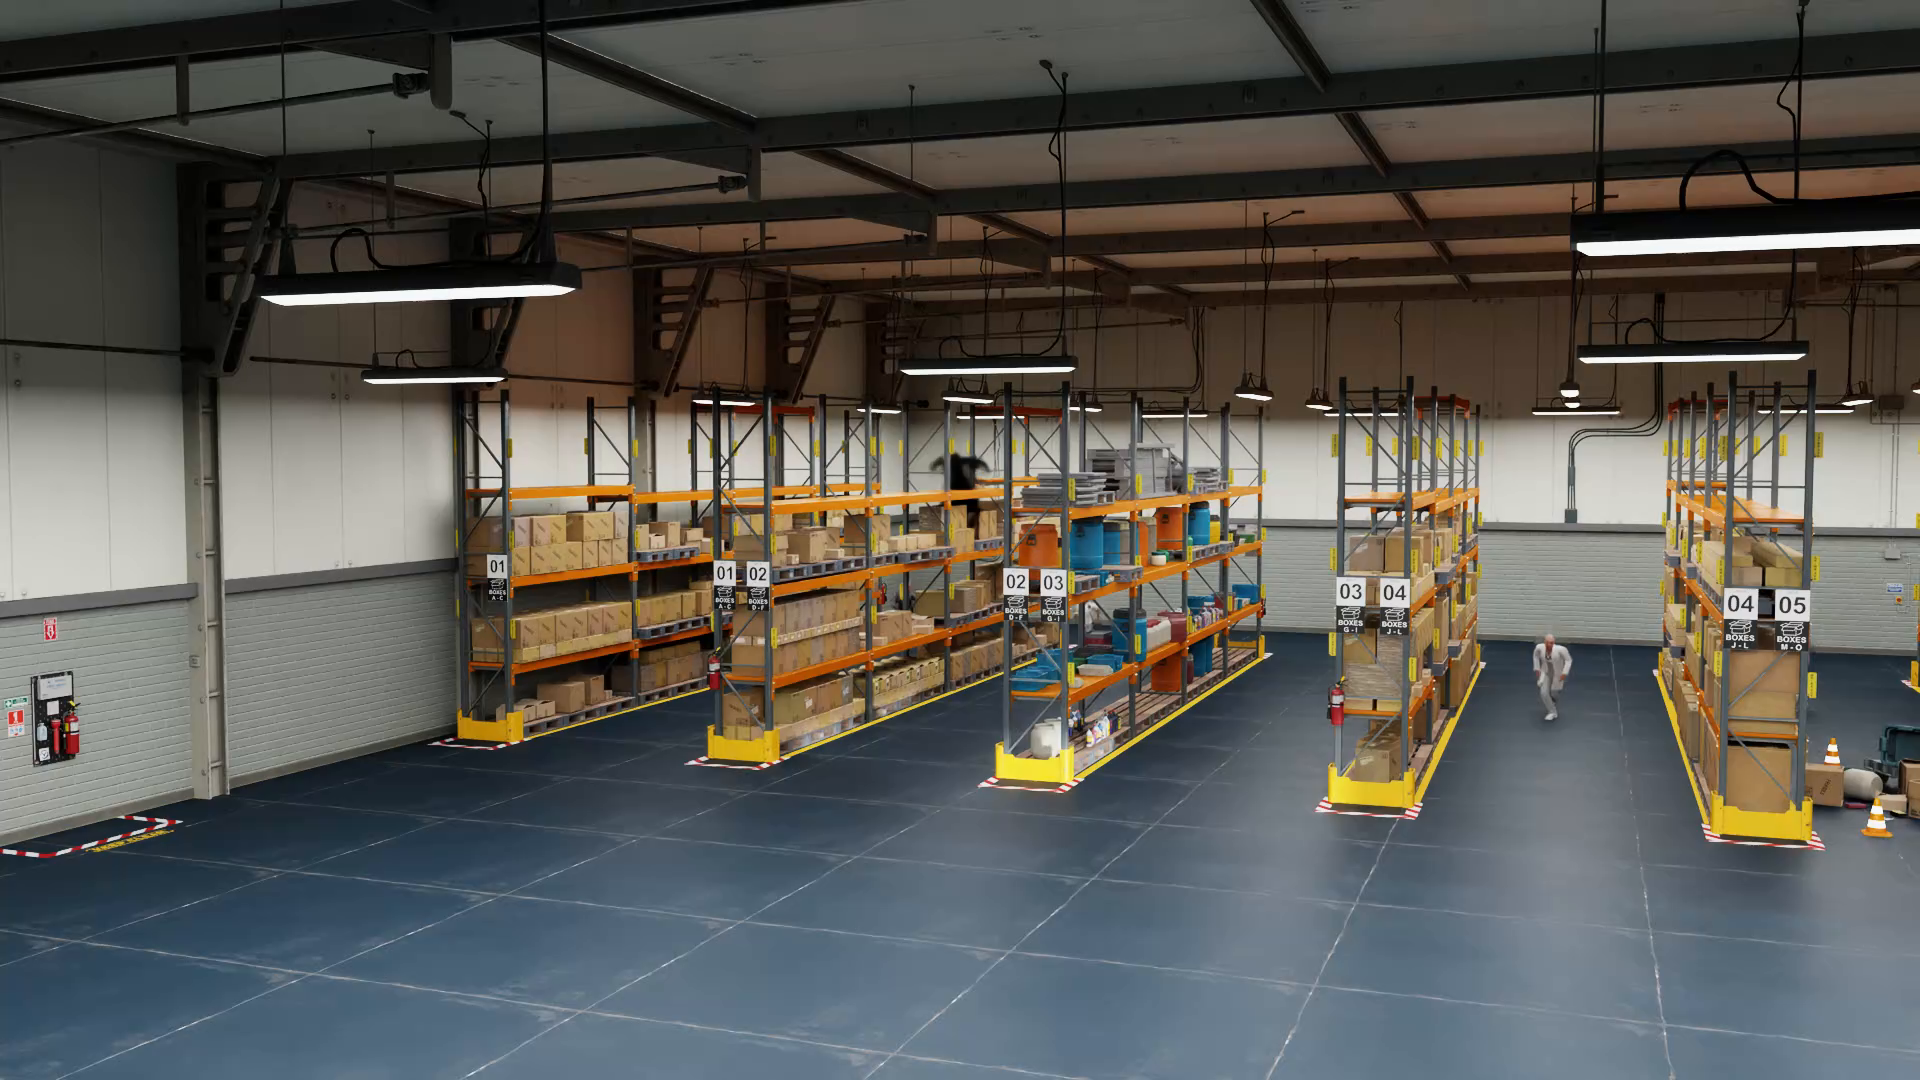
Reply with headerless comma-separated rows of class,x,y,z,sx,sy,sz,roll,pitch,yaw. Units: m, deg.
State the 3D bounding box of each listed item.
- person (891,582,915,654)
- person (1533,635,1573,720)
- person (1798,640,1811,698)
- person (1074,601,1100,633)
person,-1.381,1.904,40.754,0.614,1.774,0.833,1,3,15
person,10.986,2.571,30.798,0.712,1.487,1.043,2,4,28
person,16.589,2.387,32.913,0.546,1.571,0.925,1,3,13
person,2.939,1.994,38.774,0.544,1.654,0.809,1,3,19
